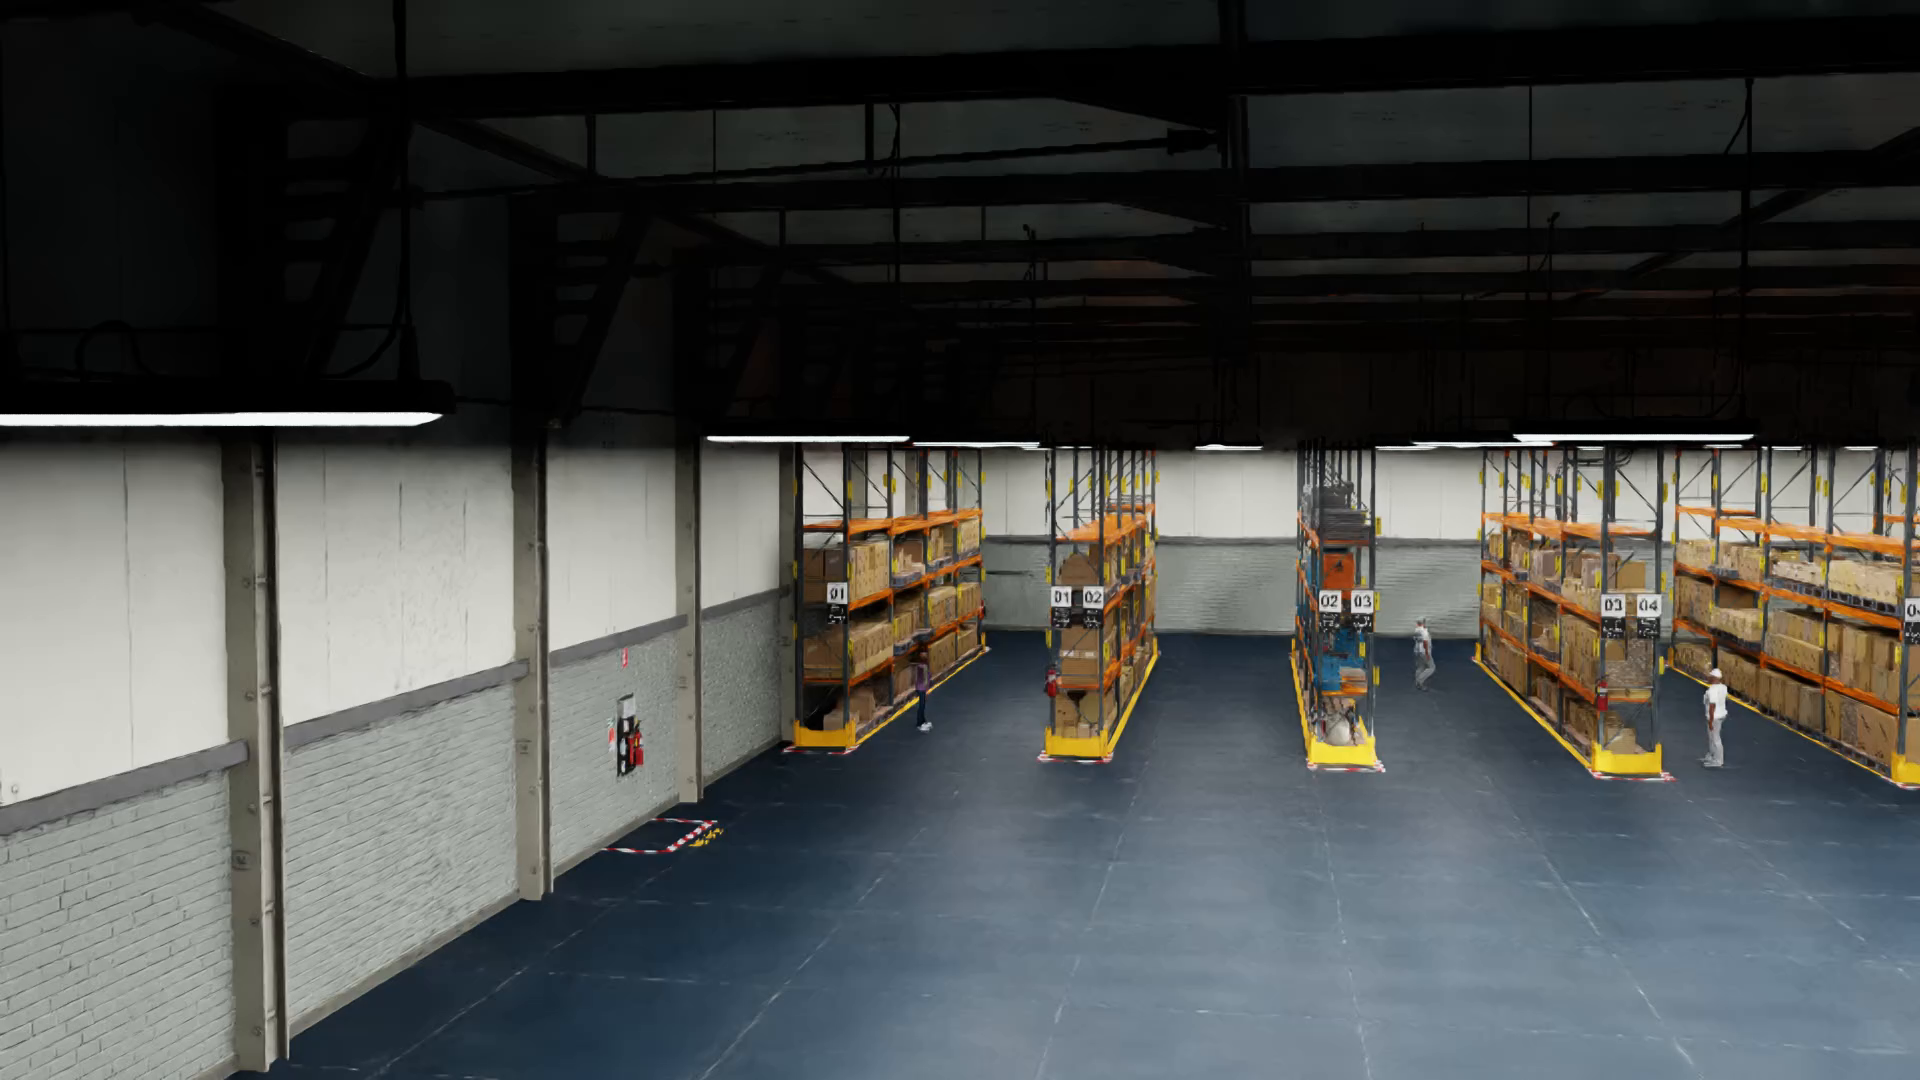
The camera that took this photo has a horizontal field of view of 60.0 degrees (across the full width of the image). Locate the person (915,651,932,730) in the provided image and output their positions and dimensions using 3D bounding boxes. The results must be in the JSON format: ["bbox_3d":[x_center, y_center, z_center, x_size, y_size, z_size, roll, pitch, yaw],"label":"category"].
[{"bbox_3d":[-0.729,3.094,34.283,0.419,1.603,0.504,-1,3,-17],"label":"person"}]

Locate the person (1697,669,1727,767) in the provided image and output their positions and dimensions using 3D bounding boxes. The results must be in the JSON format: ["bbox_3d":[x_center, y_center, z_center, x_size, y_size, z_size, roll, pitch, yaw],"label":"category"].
[{"bbox_3d":[13.691,3.219,30.283,0.502,1.762,0.624,3,4,41],"label":"person"}]

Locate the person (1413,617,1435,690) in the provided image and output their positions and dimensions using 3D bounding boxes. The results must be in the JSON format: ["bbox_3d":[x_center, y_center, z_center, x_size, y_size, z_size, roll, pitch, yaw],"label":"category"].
[{"bbox_3d":[11.099,2.732,39.935,0.467,1.755,0.578,-1,3,-15],"label":"person"}]
